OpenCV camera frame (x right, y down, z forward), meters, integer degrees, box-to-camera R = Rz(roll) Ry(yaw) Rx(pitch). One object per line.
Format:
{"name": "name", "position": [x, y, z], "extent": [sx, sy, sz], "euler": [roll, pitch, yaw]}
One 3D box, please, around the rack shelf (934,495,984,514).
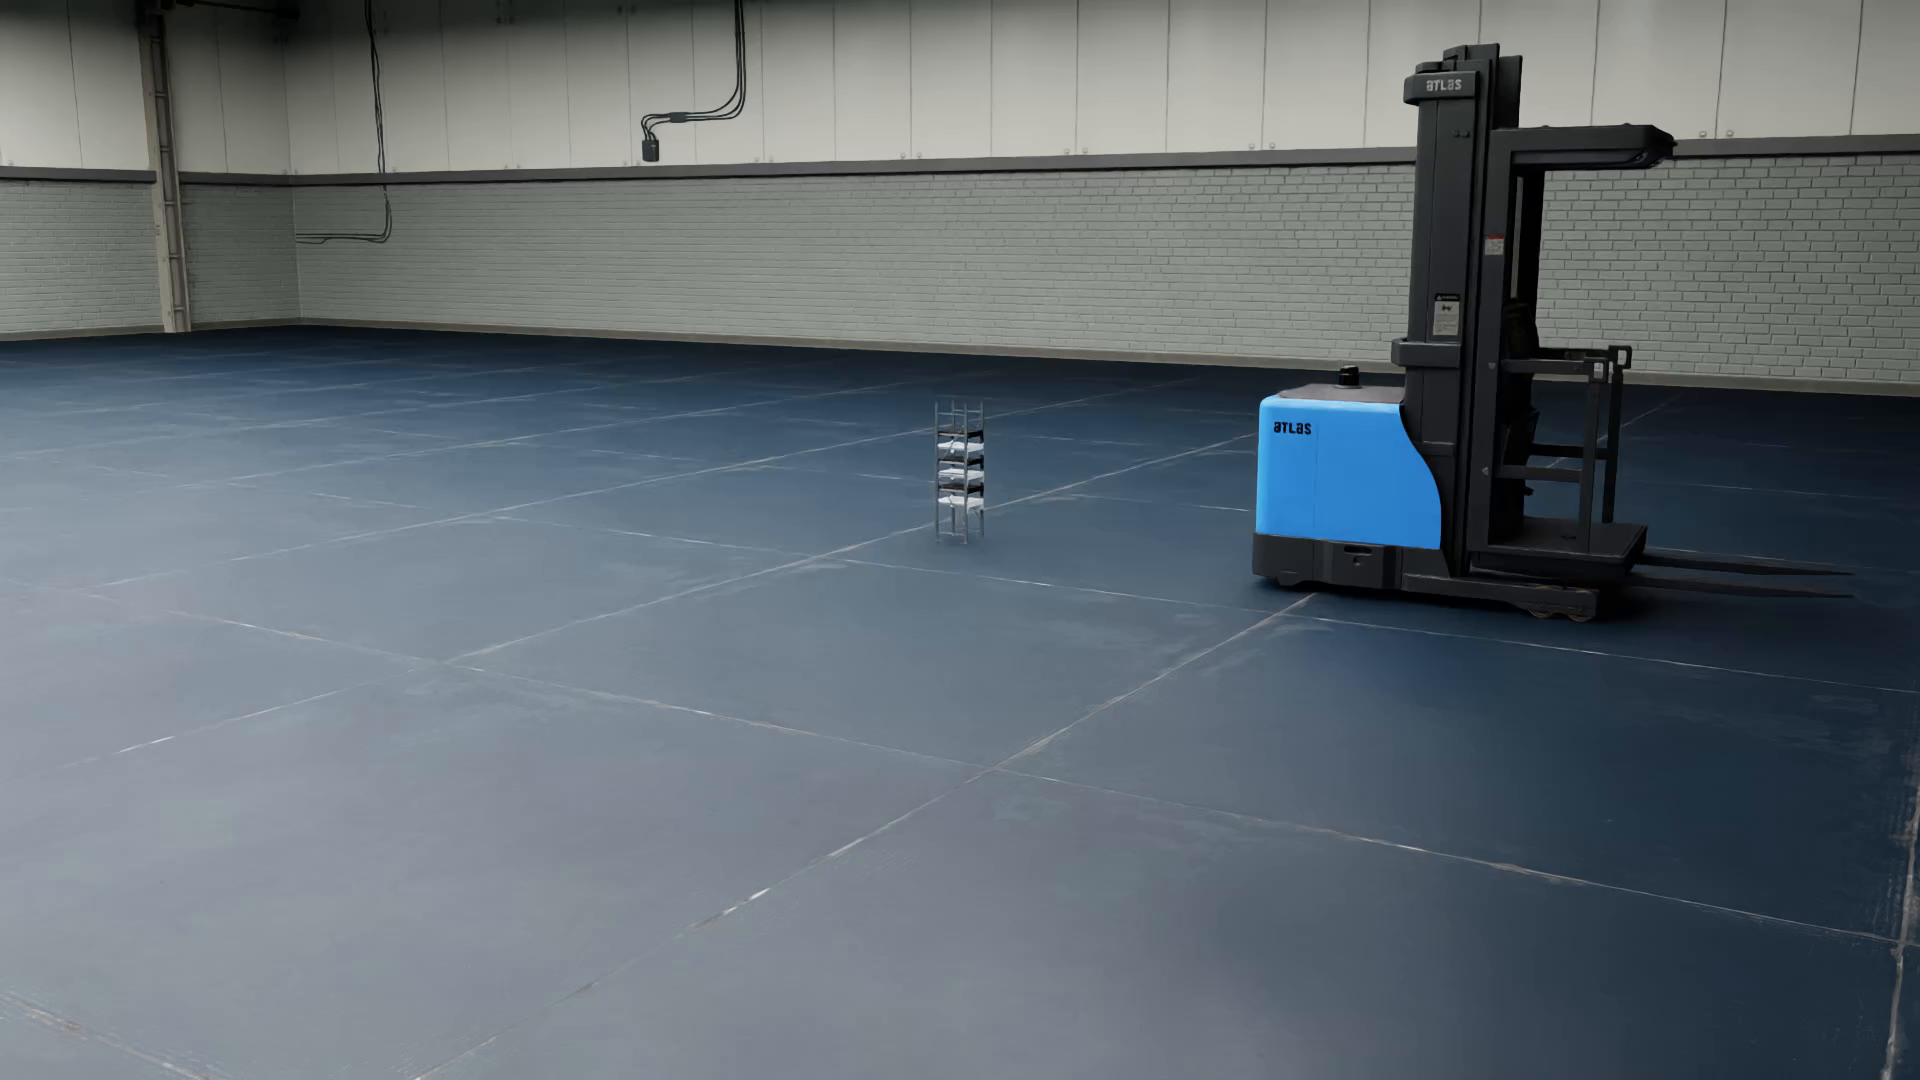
{"name": "rack shelf", "position": [-0.004, -0.231, 10.818], "extent": [0.258, 0.077, 0.200], "euler": [6, 12, 31]}

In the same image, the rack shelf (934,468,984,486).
{"name": "rack shelf", "position": [-0.004, -0.408, 10.785], "extent": [0.258, 0.077, 0.200], "euler": [6, 12, 31]}

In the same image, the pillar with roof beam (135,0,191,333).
{"name": "pillar with roof beam", "position": [-11.758, -8.120, 29.787], "extent": [9.100, 9.000, 0.548], "euler": [6, 12, 31]}

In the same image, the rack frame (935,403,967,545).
{"name": "rack frame", "position": [-0.057, -0.425, 10.694], "extent": [0.240, 0.900, 0.006], "euler": [6, 12, 31]}

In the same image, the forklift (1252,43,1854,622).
{"name": "forklift", "position": [3.210, -1.129, 8.932], "extent": [3.031, 2.935, 1.130], "euler": [6, 12, 27]}

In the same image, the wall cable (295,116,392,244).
{"name": "wall cable", "position": [-12.777, -7.342, 34.070], "extent": [3.097, 2.526, 0.112], "euler": [6, 12, 31]}

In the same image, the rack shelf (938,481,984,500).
{"name": "rack shelf", "position": [-0.004, -0.320, 10.802], "extent": [0.258, 0.077, 0.200], "euler": [6, 12, 31]}

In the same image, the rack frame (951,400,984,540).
{"name": "rack frame", "position": [0.049, -0.457, 10.864], "extent": [0.240, 0.900, 0.006], "euler": [6, 12, 31]}

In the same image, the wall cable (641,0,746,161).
{"name": "wall cable", "position": [-4.672, -9.630, 28.613], "extent": [2.305, 6.003, 0.169], "euler": [6, 12, 31]}

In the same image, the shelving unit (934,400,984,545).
{"name": "shelving unit", "position": [-0.004, -0.441, 10.779], "extent": [0.258, 0.900, 0.210], "euler": [6, 12, 31]}

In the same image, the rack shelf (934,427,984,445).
{"name": "rack shelf", "position": [-0.004, -0.674, 10.735], "extent": [0.258, 0.077, 0.200], "euler": [6, 12, 31]}

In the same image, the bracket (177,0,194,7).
{"name": "bracket", "position": [-14.918, -10.332, 31.820], "extent": [0.235, 0.232, 0.430], "euler": [6, 12, 31]}

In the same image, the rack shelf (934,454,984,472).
{"name": "rack shelf", "position": [-0.004, -0.497, 10.769], "extent": [0.258, 0.077, 0.200], "euler": [6, 12, 31]}

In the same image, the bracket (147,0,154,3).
{"name": "bracket", "position": [-15.349, -10.201, 31.123], "extent": [0.235, 0.232, 0.430], "euler": [6, 12, 31]}

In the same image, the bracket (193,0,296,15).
{"name": "bracket", "position": [-13.994, -10.612, 33.315], "extent": [0.076, 0.066, 3.189], "euler": [6, 12, 31]}

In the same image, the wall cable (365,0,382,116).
{"name": "wall cable", "position": [-10.465, -9.566, 32.224], "extent": [3.097, 2.526, 0.112], "euler": [6, 12, 31]}

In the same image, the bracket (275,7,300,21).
{"name": "bracket", "position": [-13.688, -10.705, 33.811], "extent": [0.235, 0.232, 0.430], "euler": [6, 12, 31]}

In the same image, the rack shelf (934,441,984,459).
{"name": "rack shelf", "position": [-0.004, -0.585, 10.752], "extent": [0.258, 0.077, 0.200], "euler": [6, 12, 31]}
